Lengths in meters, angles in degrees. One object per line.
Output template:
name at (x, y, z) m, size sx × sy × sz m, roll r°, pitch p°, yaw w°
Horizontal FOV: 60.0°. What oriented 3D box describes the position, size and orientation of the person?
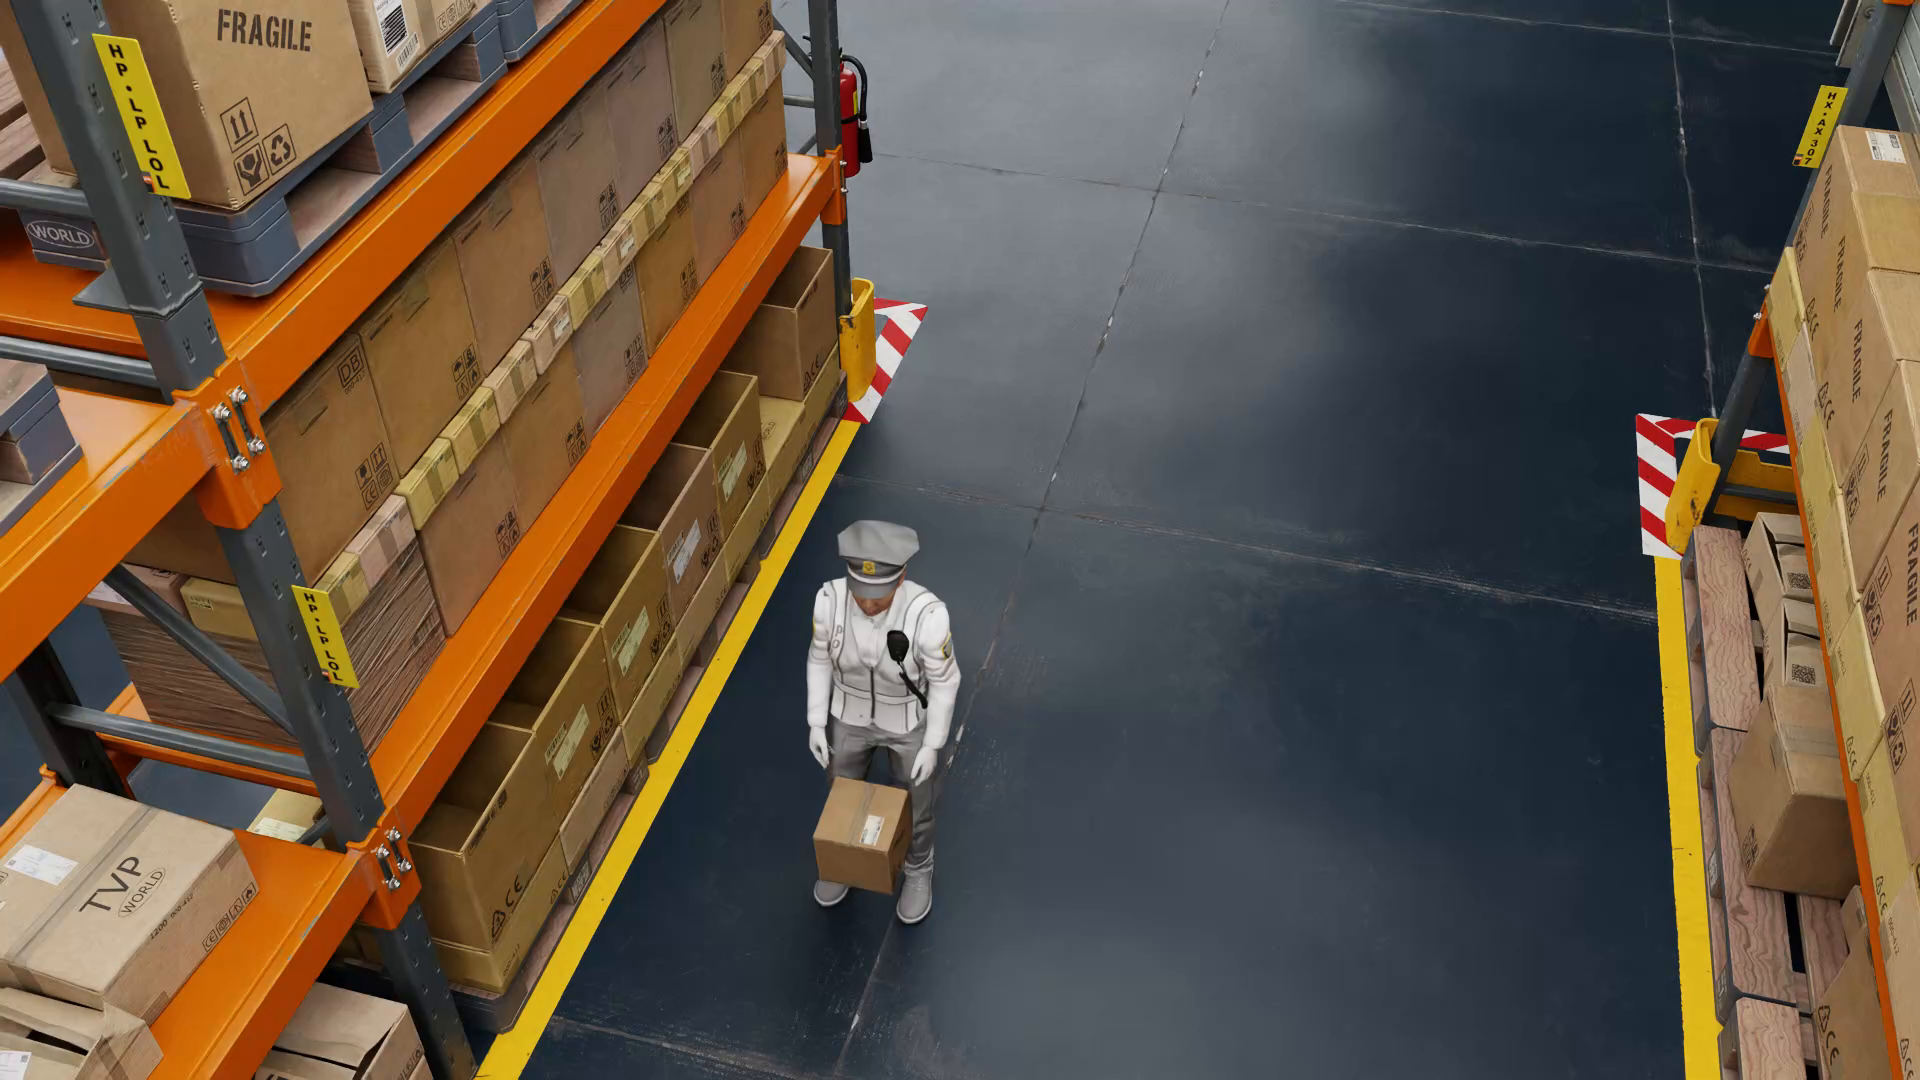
person at (-0.254, 0.599, 5.464) m, size 0.507 × 1.675 × 0.359 m, roll 10°, pitch 42°, yaw 11°
